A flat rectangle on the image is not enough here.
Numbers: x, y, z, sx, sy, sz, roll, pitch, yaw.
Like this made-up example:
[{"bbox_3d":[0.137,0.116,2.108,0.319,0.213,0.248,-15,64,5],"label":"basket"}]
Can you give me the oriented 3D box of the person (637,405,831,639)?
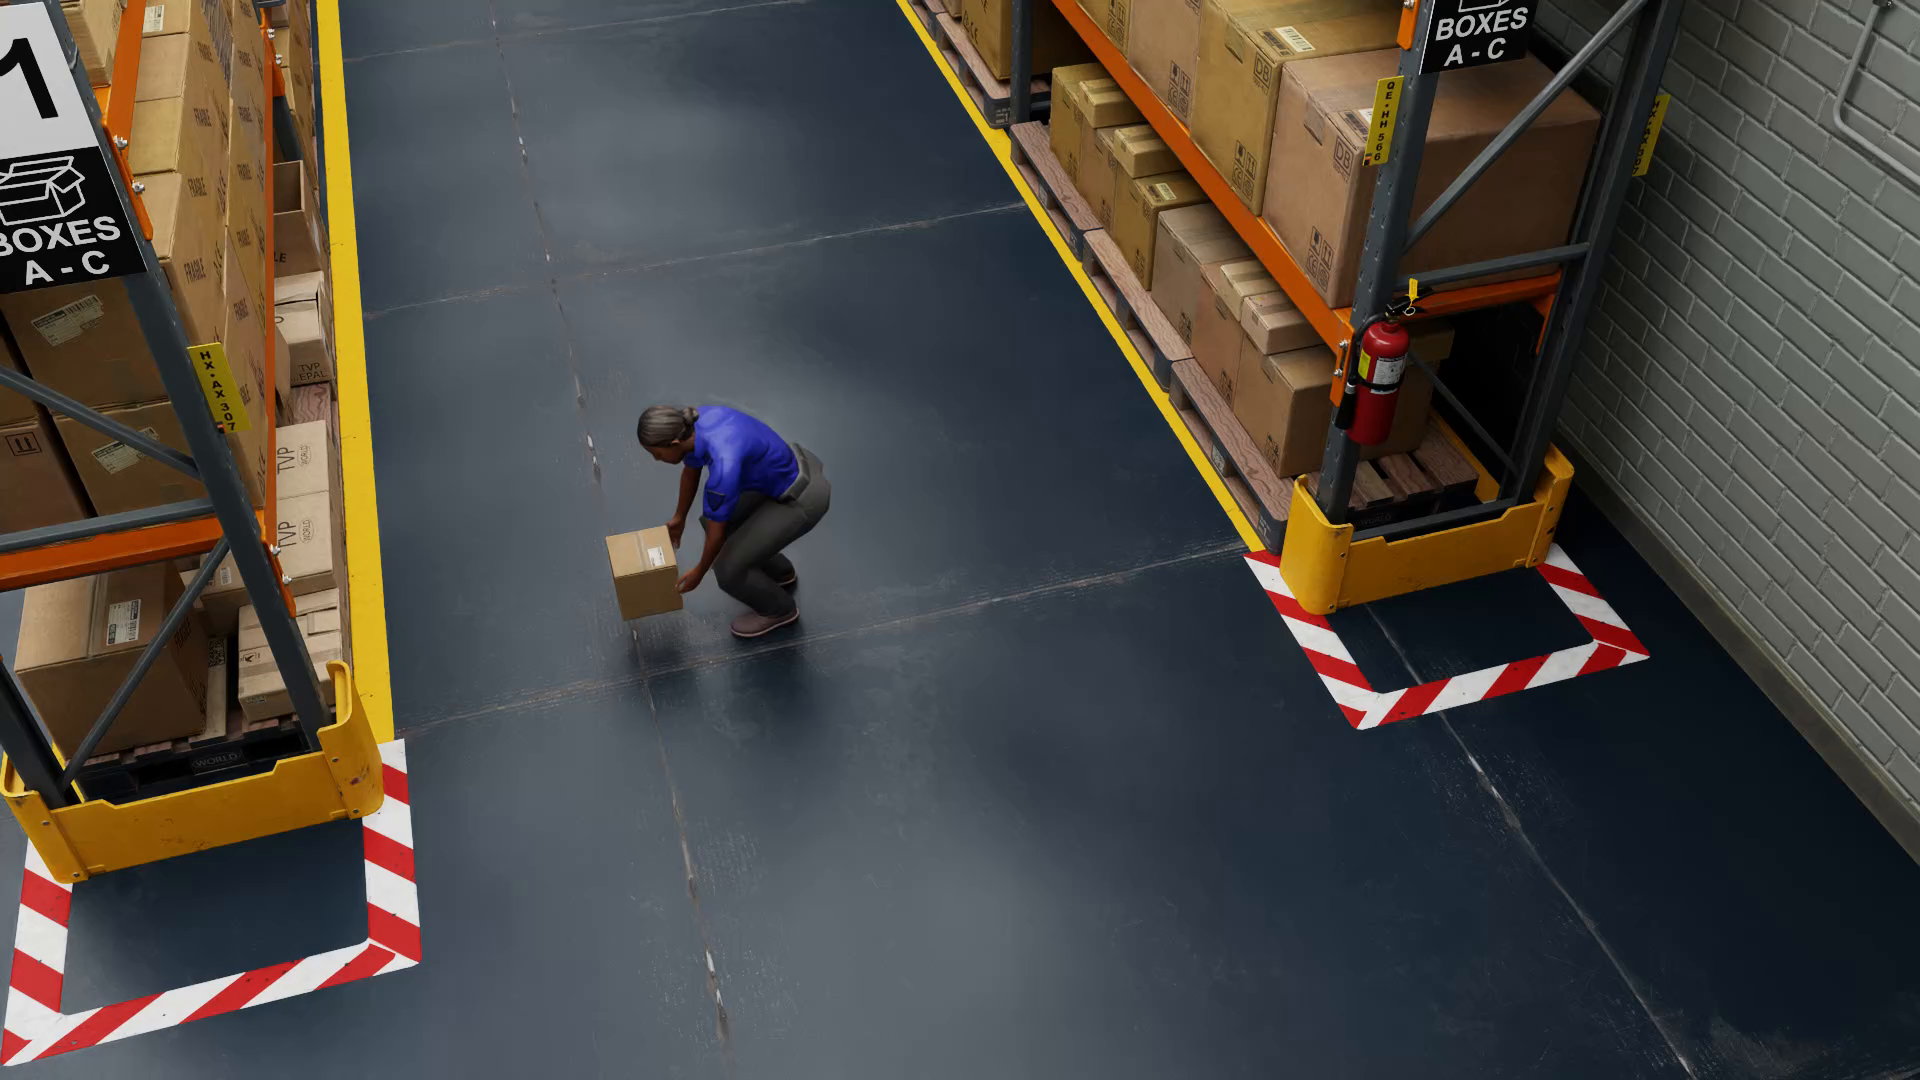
[{"bbox_3d":[-0.870,-0.119,6.661,0.726,1.168,0.500,-12,44,-13],"label":"person"}]
